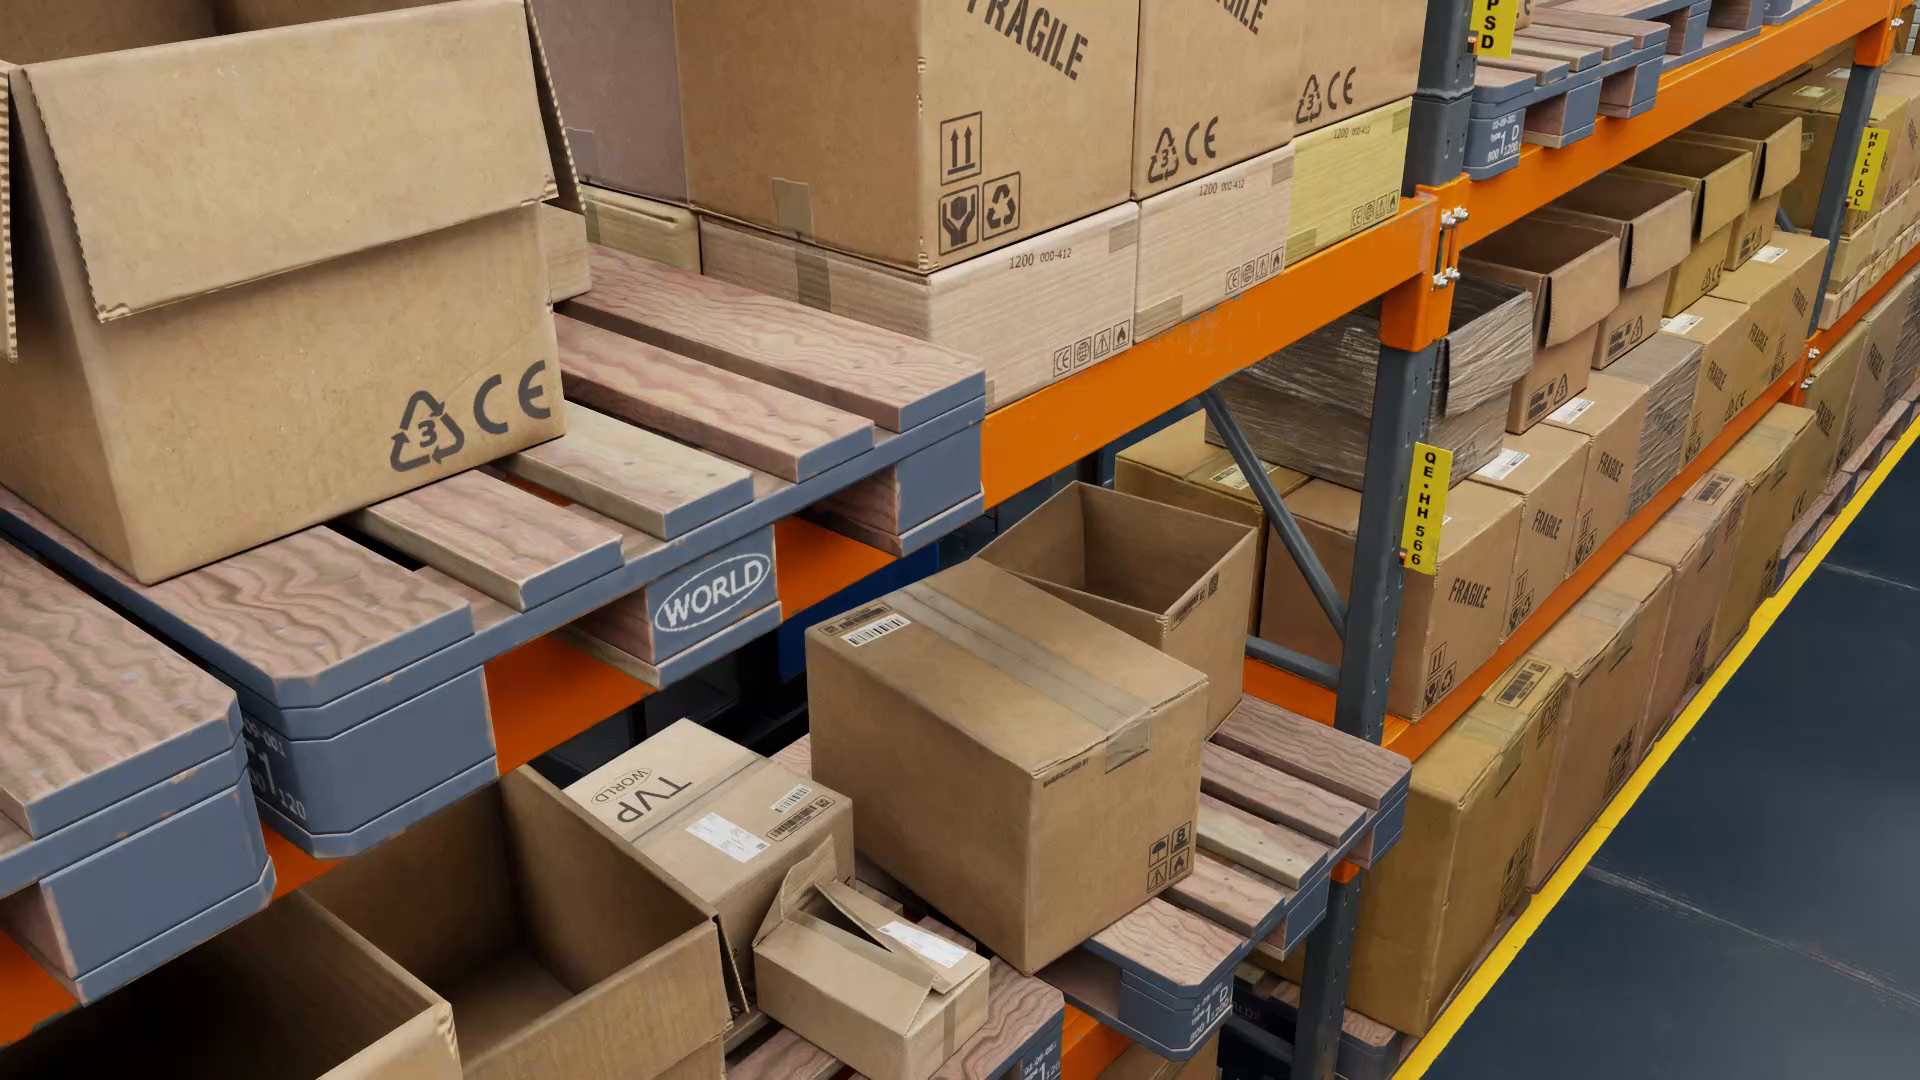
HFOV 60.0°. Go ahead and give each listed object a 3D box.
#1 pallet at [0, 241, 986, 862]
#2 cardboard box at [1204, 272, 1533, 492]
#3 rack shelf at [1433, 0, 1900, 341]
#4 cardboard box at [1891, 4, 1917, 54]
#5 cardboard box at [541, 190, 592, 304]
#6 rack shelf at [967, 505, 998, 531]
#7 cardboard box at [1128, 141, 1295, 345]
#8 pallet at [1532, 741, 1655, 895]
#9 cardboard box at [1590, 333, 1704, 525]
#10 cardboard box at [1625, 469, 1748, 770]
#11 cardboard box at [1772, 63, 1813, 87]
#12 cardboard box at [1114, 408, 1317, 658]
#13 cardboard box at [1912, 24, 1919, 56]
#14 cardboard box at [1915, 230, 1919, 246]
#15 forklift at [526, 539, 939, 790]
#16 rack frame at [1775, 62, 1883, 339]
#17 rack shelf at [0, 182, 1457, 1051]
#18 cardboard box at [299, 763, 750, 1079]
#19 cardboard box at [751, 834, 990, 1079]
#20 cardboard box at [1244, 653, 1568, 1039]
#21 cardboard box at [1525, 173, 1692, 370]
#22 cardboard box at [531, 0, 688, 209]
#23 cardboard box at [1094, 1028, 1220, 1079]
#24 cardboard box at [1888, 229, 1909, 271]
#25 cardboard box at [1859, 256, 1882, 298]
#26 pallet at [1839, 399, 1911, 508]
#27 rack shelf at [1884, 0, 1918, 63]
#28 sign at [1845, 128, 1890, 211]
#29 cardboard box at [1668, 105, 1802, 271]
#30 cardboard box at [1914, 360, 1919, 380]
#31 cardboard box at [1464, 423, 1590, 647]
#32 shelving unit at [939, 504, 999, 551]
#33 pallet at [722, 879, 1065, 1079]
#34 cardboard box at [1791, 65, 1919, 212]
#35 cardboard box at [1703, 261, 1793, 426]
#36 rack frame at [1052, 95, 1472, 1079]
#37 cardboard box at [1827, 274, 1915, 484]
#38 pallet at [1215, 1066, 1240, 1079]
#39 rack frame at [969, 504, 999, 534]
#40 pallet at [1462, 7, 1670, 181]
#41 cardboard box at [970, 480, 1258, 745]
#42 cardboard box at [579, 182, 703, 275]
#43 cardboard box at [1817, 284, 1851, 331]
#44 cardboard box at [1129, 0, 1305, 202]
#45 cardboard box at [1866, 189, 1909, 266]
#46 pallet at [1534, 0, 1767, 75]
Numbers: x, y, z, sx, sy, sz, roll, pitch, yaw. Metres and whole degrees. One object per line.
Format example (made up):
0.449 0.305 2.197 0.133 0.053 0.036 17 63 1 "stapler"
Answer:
-0.735 -0.136 2.187 1.213 0.211 1.003 21 34 34 "pallet"
1.155 -0.493 4.738 0.797 0.503 0.637 22 35 36 "cardboard box"
1.949 -1.470 5.346 1.077 0.370 4.000 21 34 34 "rack shelf"
4.934 -2.715 9.257 0.500 0.500 0.500 20 33 33 "cardboard box"
-0.752 -0.439 2.367 0.380 0.166 0.250 20 33 33 "cardboard box"
0.034 -0.229 8.178 0.215 0.259 0.240 21 34 34 "rack shelf"
0.259 -0.594 3.032 0.500 0.250 0.500 21 34 34 "cardboard box"
2.013 0.802 6.470 1.003 0.211 1.213 21 34 34 "pallet"
2.165 -0.429 5.705 0.500 0.500 0.500 21 34 35 "cardboard box"
2.262 0.140 6.570 1.225 0.875 0.875 19 33 33 "cardboard box"
3.629 -1.983 7.842 0.500 0.500 0.500 21 34 35 "cardboard box"
0.800 -0.040 4.955 0.500 0.500 0.500 22 35 36 "cardboard box"
5.659 -2.734 9.294 0.500 0.500 0.500 21 34 35 "cardboard box"
4.657 -1.616 8.383 0.380 0.149 0.250 20 33 33 "cardboard box"
-1.380 -0.455 5.939 1.130 2.935 3.031 20 33 33 "forklift"
3.222 -1.167 7.241 1.000 3.000 0.127 21 34 34 "rack frame"
-0.595 -0.052 2.605 1.077 0.370 4.000 21 34 34 "rack shelf"
-0.836 0.796 2.878 0.637 0.503 0.797 -24 36 -39 "cardboard box"
-0.175 0.795 3.138 0.396 0.266 0.258 20 33 33 "cardboard box"
1.132 0.770 5.352 1.225 0.875 0.875 19 33 32 "cardboard box"
1.993 -0.963 5.646 0.797 0.503 0.637 22 35 36 "cardboard box"
-0.460 -0.897 2.801 0.500 0.500 0.500 20 33 33 "cardboard box"
0.267 1.410 4.502 0.700 0.500 0.500 19 33 32 "cardboard box"
4.329 -1.434 8.031 0.380 0.149 0.250 20 34 34 "cardboard box"
4.000 -1.250 7.674 0.380 0.149 0.250 22 35 36 "cardboard box"
4.541 -0.609 9.198 1.003 0.211 1.213 21 34 34 "pallet"
4.494 -2.889 8.088 1.077 0.370 4.000 21 34 34 "rack shelf"
3.646 -1.491 6.693 0.100 0.325 0.005 21 34 34 "sign"
2.822 -1.428 6.545 0.797 0.503 0.637 20 33 33 "cardboard box"
5.420 -1.577 9.890 0.875 0.875 0.875 21 34 34 "cardboard box"
1.523 -0.069 5.010 0.500 0.500 0.500 20 33 33 "cardboard box"
0.034 -0.485 8.045 0.215 1.050 0.252 21 34 34 "shelving unit"
-0.550 1.051 3.164 1.003 0.211 1.213 21 34 34 "pallet"
4.043 -1.833 7.551 0.500 0.500 0.500 21 34 34 "cardboard box"
2.815 -0.792 6.408 0.500 0.500 0.500 22 35 36 "cardboard box"
0.677 0.251 4.499 1.000 3.000 0.127 21 34 34 "rack frame"
4.276 -0.939 8.656 0.875 0.875 0.875 21 34 34 "cardboard box"
0.179 1.767 4.605 1.003 0.211 1.213 21 34 34 "pallet"
0.112 -0.529 8.129 0.200 1.050 0.008 21 34 34 "rack frame"
1.046 -1.241 4.325 1.213 0.211 1.003 23 35 37 "pallet"
0.365 0.224 3.987 0.500 0.500 0.500 16 31 28 "cardboard box"
-0.465 -0.555 2.957 0.500 0.250 0.500 22 34 35 "cardboard box"
3.666 -1.063 7.313 0.380 0.149 0.250 21 34 35 "cardboard box"
0.249 -0.920 2.846 0.500 0.500 0.500 21 34 34 "cardboard box"
4.043 -1.497 7.719 0.500 0.250 0.500 21 34 34 "cardboard box"
1.755 -1.638 5.093 1.003 0.211 1.213 23 35 37 "pallet"
